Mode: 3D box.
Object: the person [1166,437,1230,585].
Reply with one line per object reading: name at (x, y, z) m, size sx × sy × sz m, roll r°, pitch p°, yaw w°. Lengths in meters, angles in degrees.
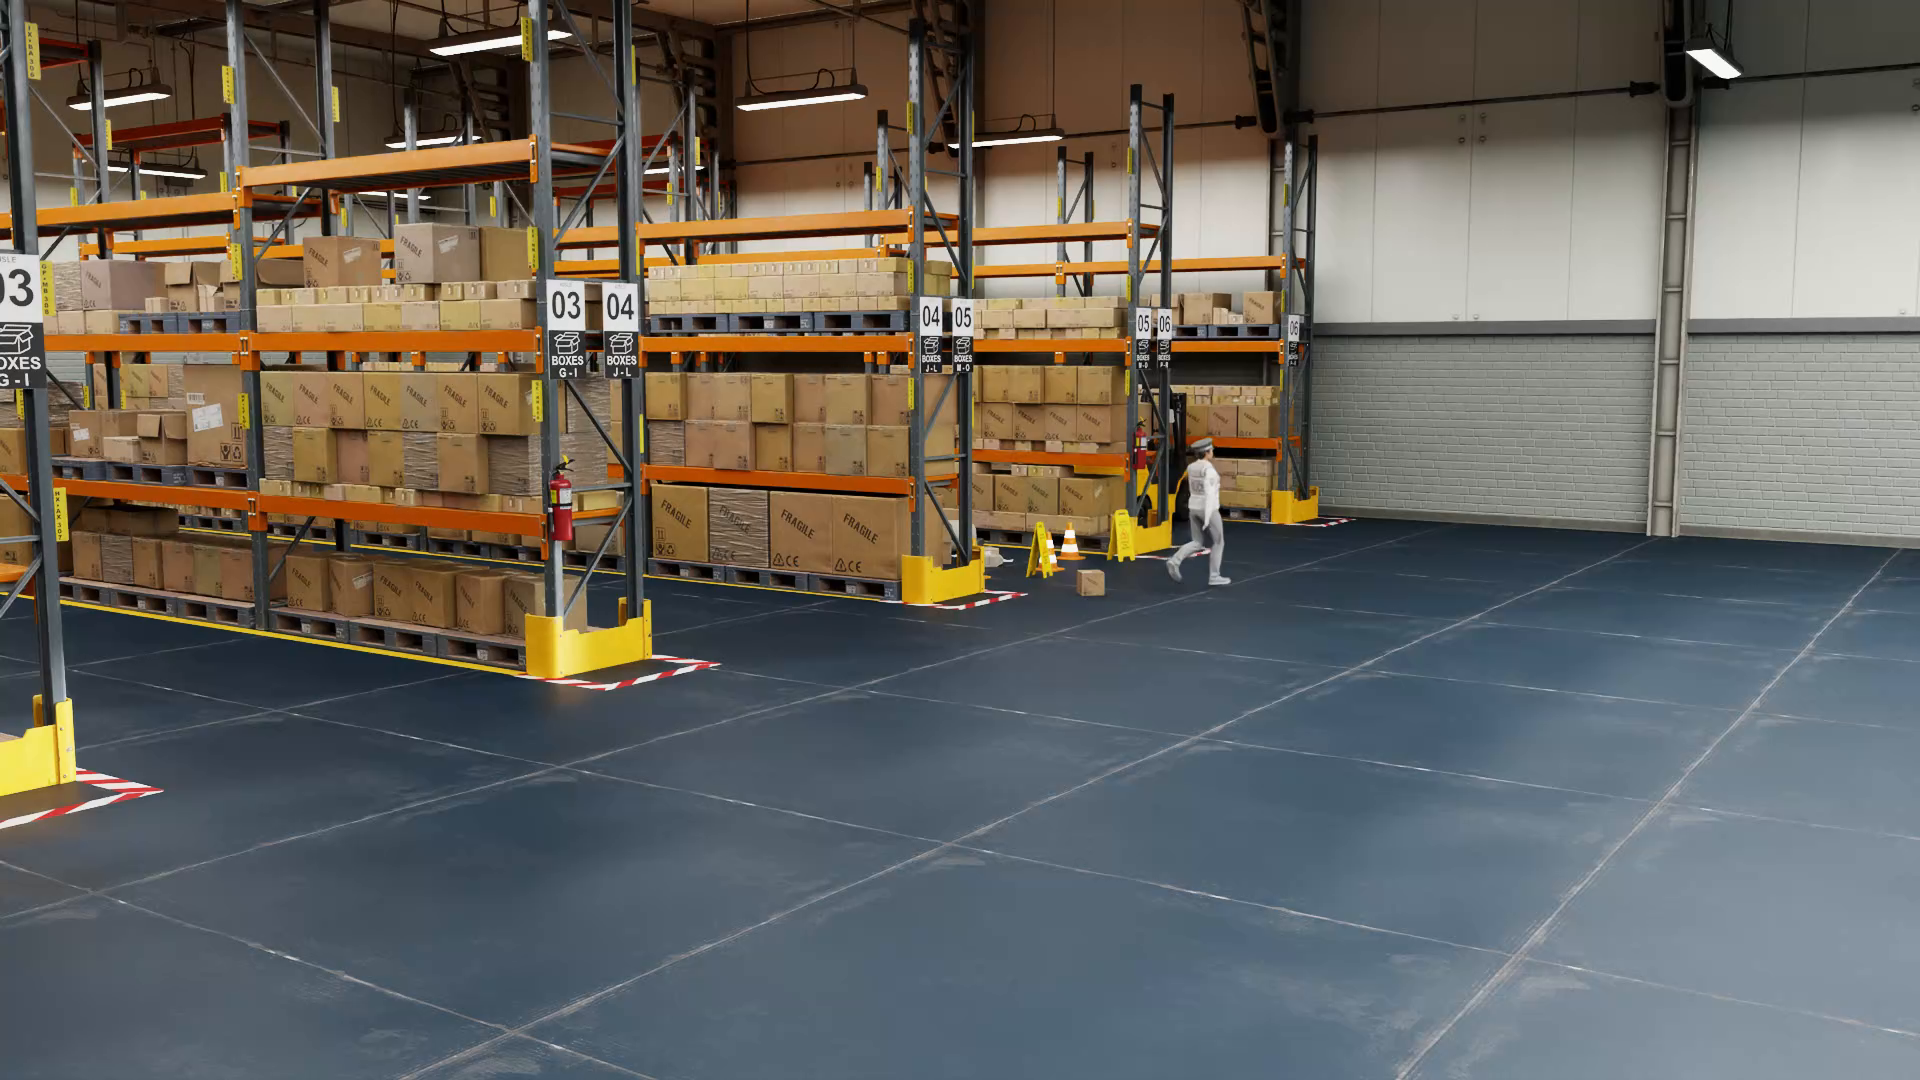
person at (2.677, -0.317, 18.528) m, size 0.770 × 1.655 × 0.486 m, roll -4°, pitch 8°, yaw -32°
